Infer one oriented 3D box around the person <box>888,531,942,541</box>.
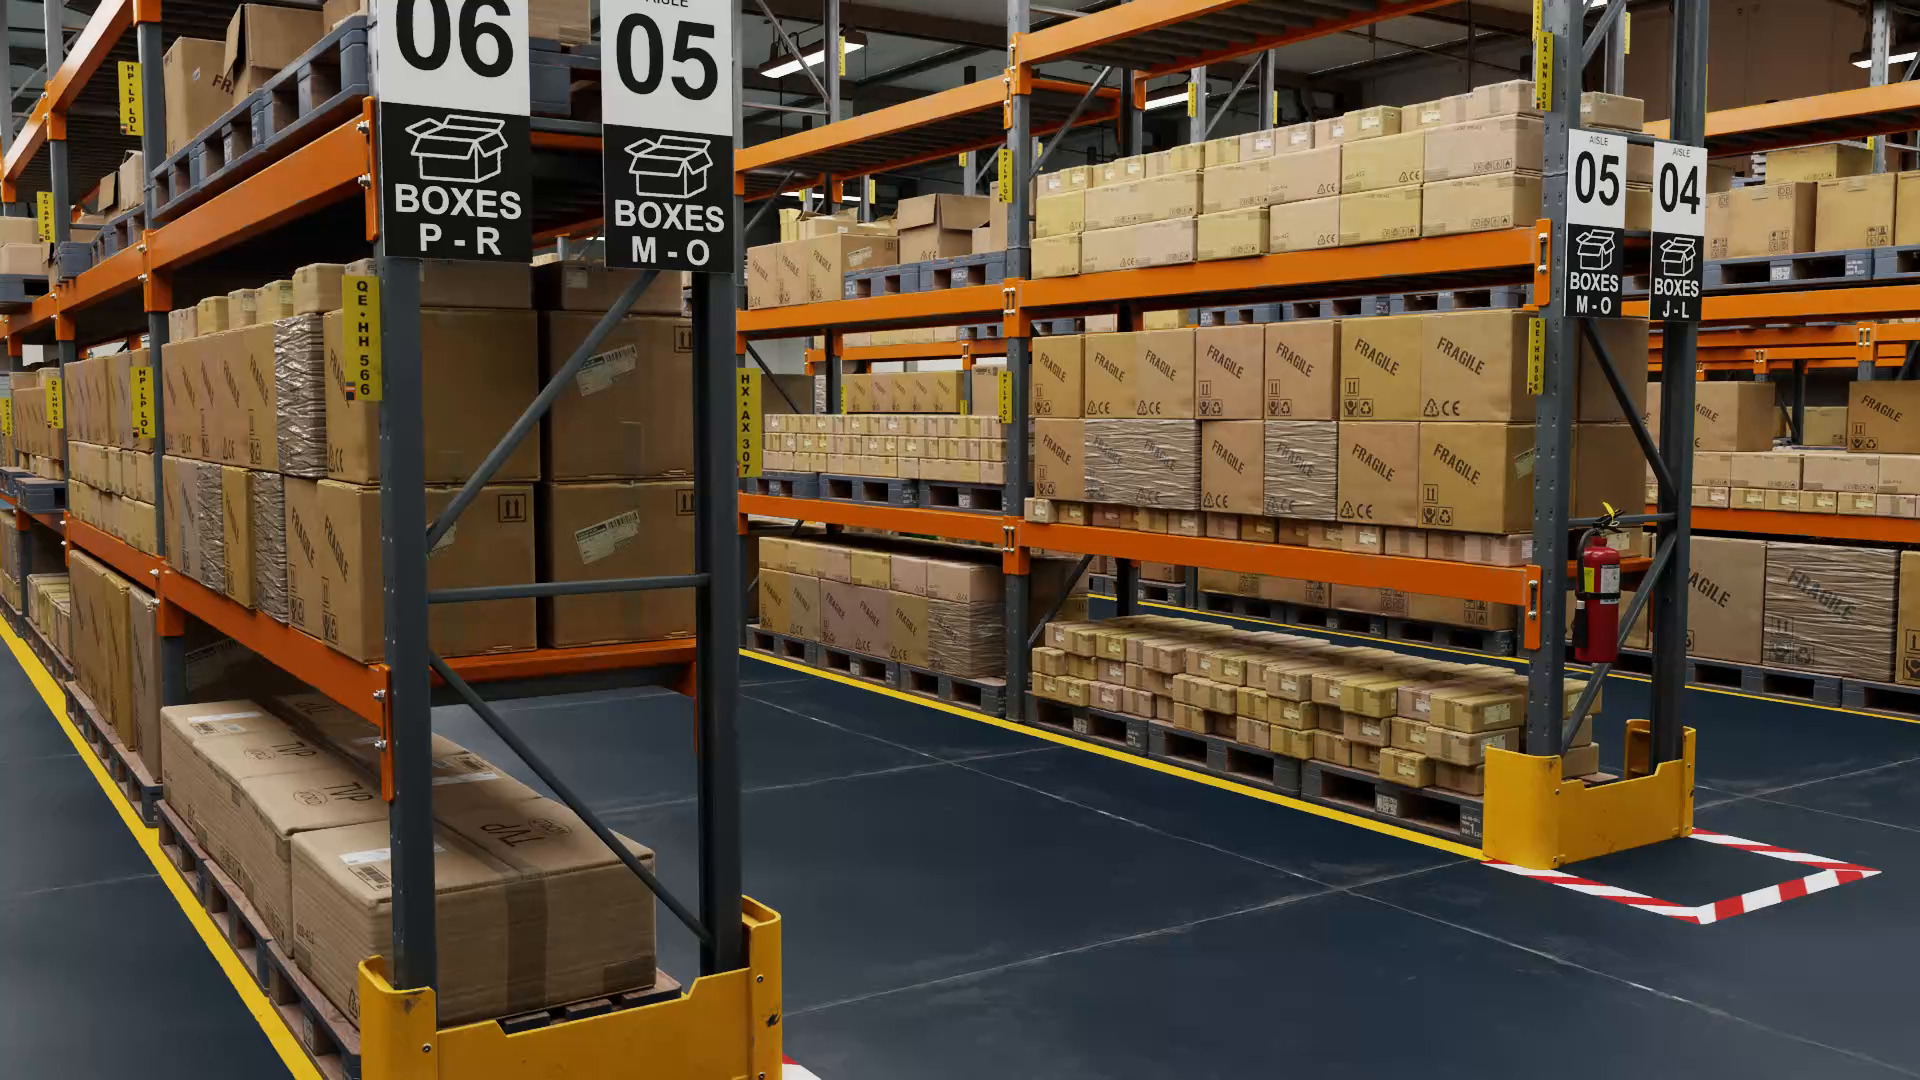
[{"bbox_3d":[-0.402,-0.111,15.546,0.610,1.779,0.448,-3,6,-34],"label":"person"}]
